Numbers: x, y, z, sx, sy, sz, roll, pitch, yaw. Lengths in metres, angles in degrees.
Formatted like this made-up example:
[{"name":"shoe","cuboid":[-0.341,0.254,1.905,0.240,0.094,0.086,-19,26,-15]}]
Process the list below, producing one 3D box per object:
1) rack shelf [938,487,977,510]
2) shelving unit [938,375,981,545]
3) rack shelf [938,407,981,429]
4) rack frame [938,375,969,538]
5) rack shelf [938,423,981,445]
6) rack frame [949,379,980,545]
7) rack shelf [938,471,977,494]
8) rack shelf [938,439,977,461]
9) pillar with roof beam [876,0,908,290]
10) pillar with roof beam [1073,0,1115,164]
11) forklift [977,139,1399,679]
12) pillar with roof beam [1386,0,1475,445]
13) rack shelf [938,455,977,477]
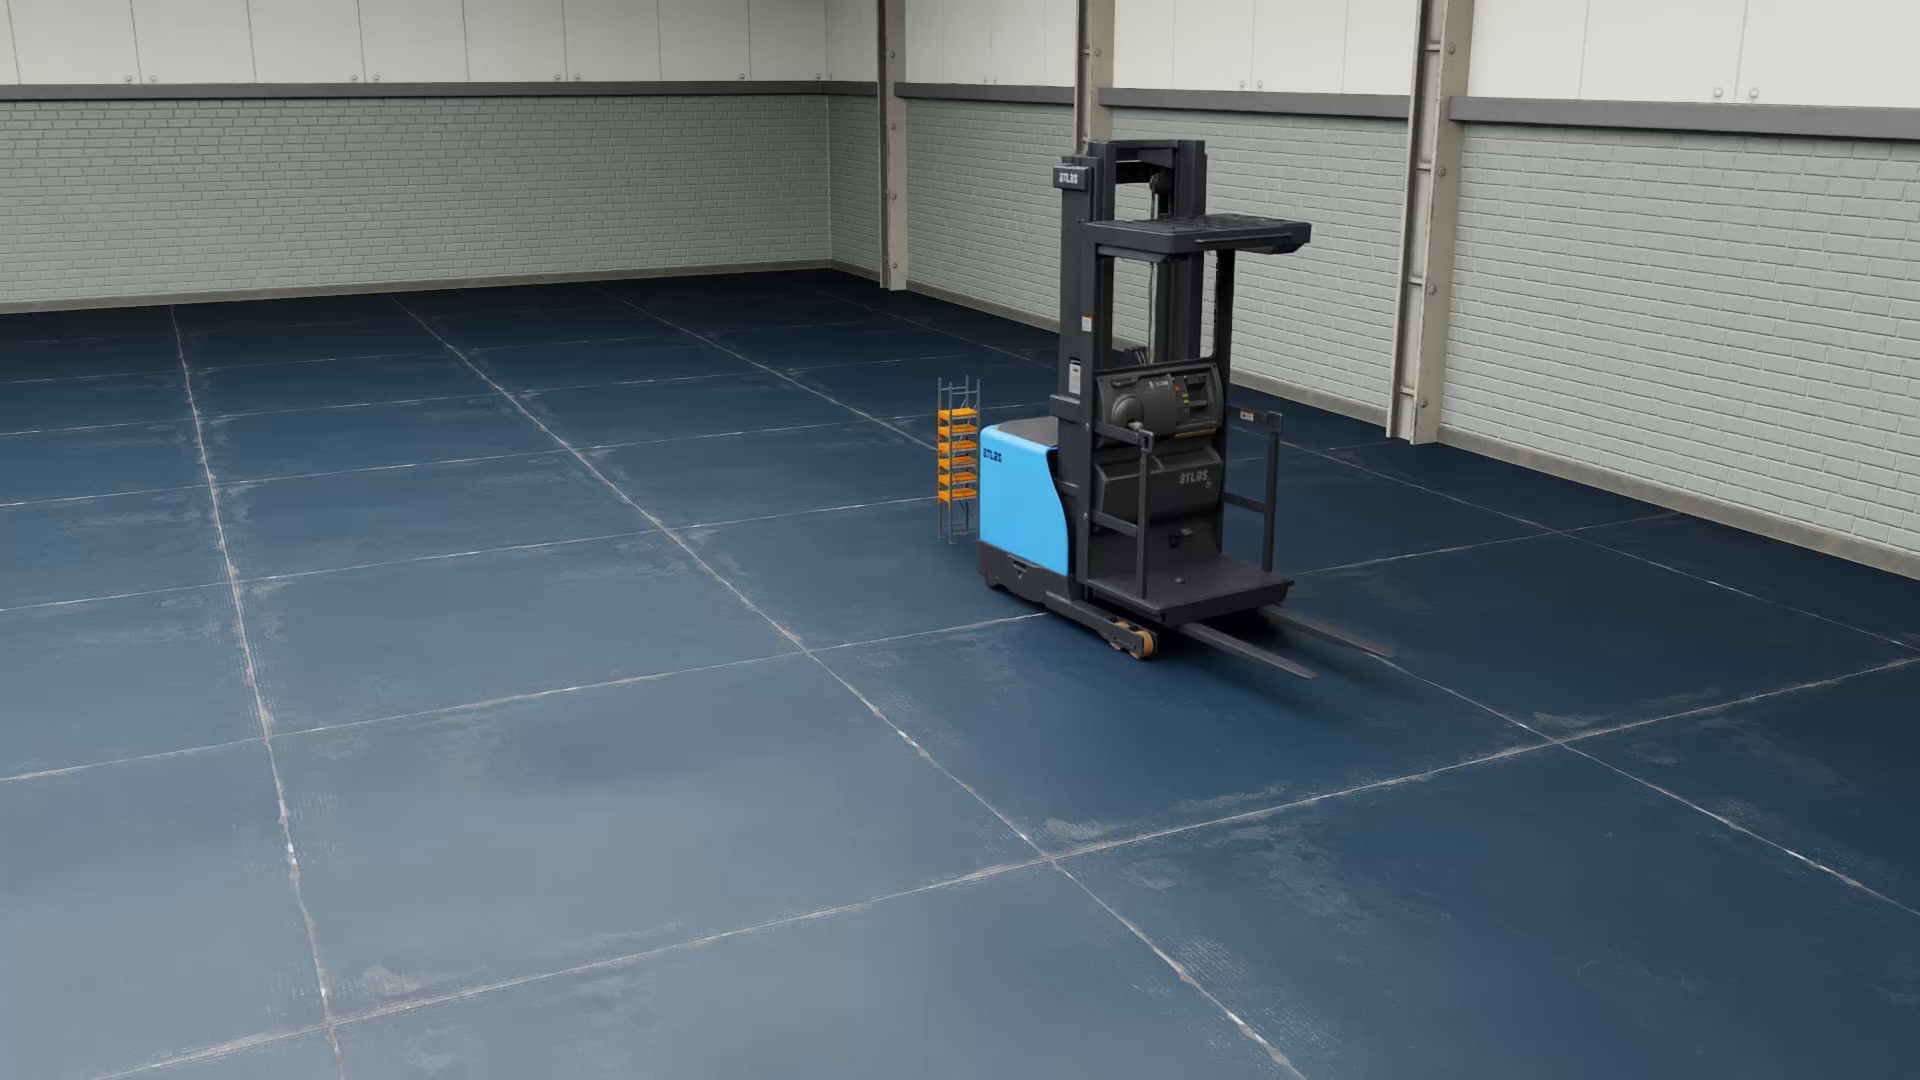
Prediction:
[{"name":"rack shelf","cuboid":[-0.006,-0.307,12.176,0.258,0.103,0.180,-8,18,-25]},{"name":"shelving unit","cuboid":[-0.006,-0.580,12.098,0.258,1.200,0.189,-8,18,-25]},{"name":"rack shelf","cuboid":[-0.006,-0.884,12.011,0.258,0.103,0.180,-8,18,-25]},{"name":"rack frame","cuboid":[-0.046,-0.603,12.177,0.240,1.200,0.006,-8,18,-25]},{"name":"rack shelf","cuboid":[-0.006,-0.768,12.044,0.258,0.103,0.180,-8,18,-25]},{"name":"rack frame","cuboid":[0.034,-0.558,12.019,0.240,1.200,0.006,-8,18,-25]},{"name":"rack shelf","cuboid":[-0.006,-0.422,12.143,0.258,0.103,0.180,-8,18,-25]},{"name":"rack shelf","cuboid":[-0.006,-0.653,12.077,0.258,0.103,0.180,-8,18,-25]},{"name":"pillar with roof beam","cuboid":[-4.899,-7.726,22.861,9.100,9.000,0.400,-8,18,-25]},{"name":"pillar with roof beam","cuboid":[-2.270,-6.239,17.676,9.100,9.000,0.400,-8,18,-25]},{"name":"forklift","cuboid":[1.336,-0.857,9.923,1.130,2.935,3.031,-10,19,-31]},{"name":"pillar with roof beam","cuboid":[0.358,-4.751,12.492,9.100,9.000,0.400,-8,18,-25]},{"name":"rack shelf","cuboid":[-0.006,-0.538,12.110,0.258,0.103,0.180,-8,18,-25]}]
